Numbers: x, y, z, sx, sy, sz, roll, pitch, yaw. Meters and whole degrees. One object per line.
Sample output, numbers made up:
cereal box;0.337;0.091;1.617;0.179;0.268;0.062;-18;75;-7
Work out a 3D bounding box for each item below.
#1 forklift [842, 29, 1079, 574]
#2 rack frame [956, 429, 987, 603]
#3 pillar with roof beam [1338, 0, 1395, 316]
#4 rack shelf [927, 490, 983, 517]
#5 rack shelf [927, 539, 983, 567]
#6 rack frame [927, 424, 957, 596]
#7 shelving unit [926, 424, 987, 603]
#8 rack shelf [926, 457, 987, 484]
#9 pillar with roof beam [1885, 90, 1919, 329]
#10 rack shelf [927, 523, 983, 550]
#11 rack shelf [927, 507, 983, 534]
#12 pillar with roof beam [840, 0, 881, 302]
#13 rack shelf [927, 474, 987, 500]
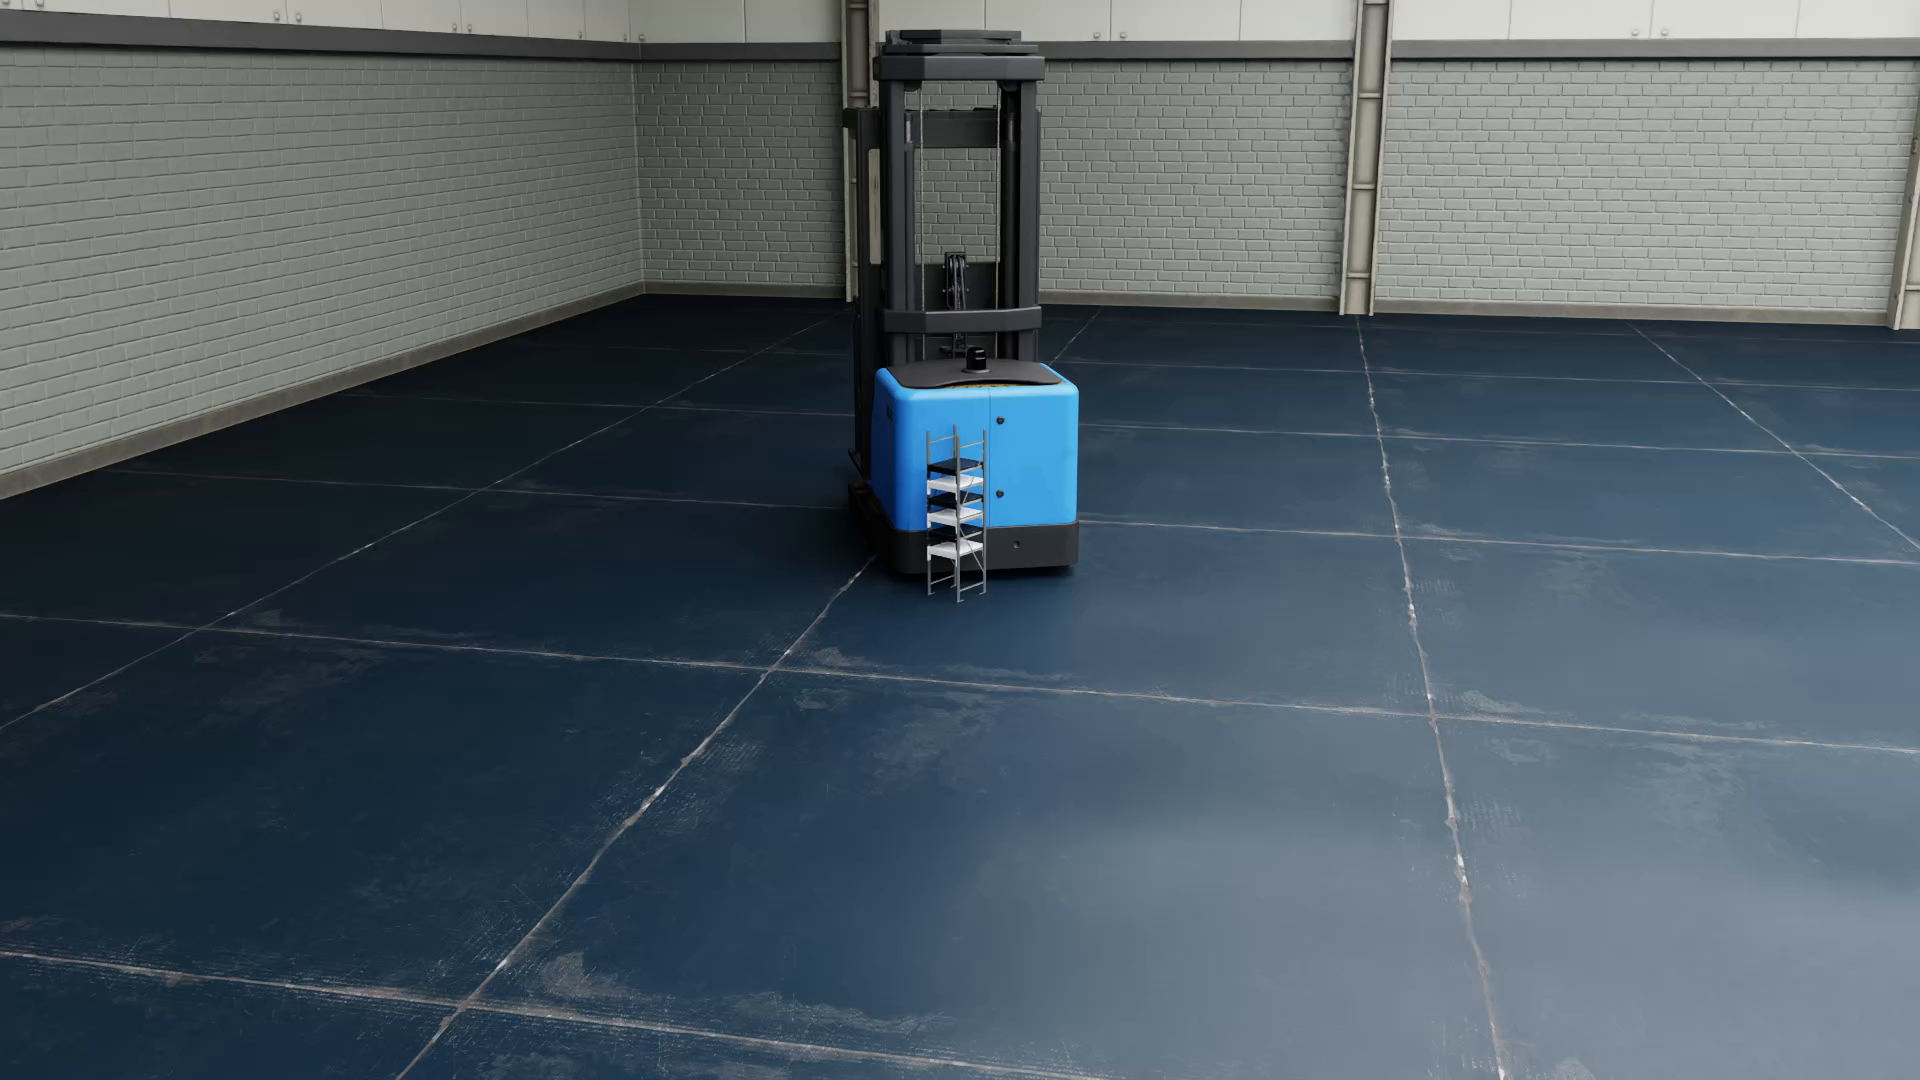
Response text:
forklift;-0.114;-1.576;10.193;1.130;2.935;3.031;-3;16;-10
rack frame;0.061;-0.126;8.760;0.006;0.900;0.240;12;20;38
pillar with roof beam;3.825;-5.892;14.407;0.400;9.000;9.100;3;16;11
rack shelf;-0.018;-0.198;8.808;0.200;0.077;0.258;12;20;38
rack shelf;-0.018;0.063;8.880;0.200;0.077;0.258;12;20;38
rack frame;-0.096;-0.160;8.885;0.006;0.900;0.240;12;20;38
shelving unit;-0.018;-0.143;8.823;0.210;0.900;0.258;12;20;38
rack shelf;-0.018;-0.371;8.760;0.200;0.077;0.258;12;20;38
pillar with roof beam;9.705;-5.573;13.255;0.400;9.000;9.100;3;16;11
rack shelf;-0.018;-0.024;8.856;0.200;0.077;0.258;12;20;38
rack shelf;-0.018;-0.111;8.832;0.200;0.077;0.258;12;20;38
pillar with roof beam;-2.054;-6.212;15.560;0.400;9.000;9.100;3;16;11
rack shelf;-0.018;-0.284;8.784;0.200;0.077;0.258;12;20;38
